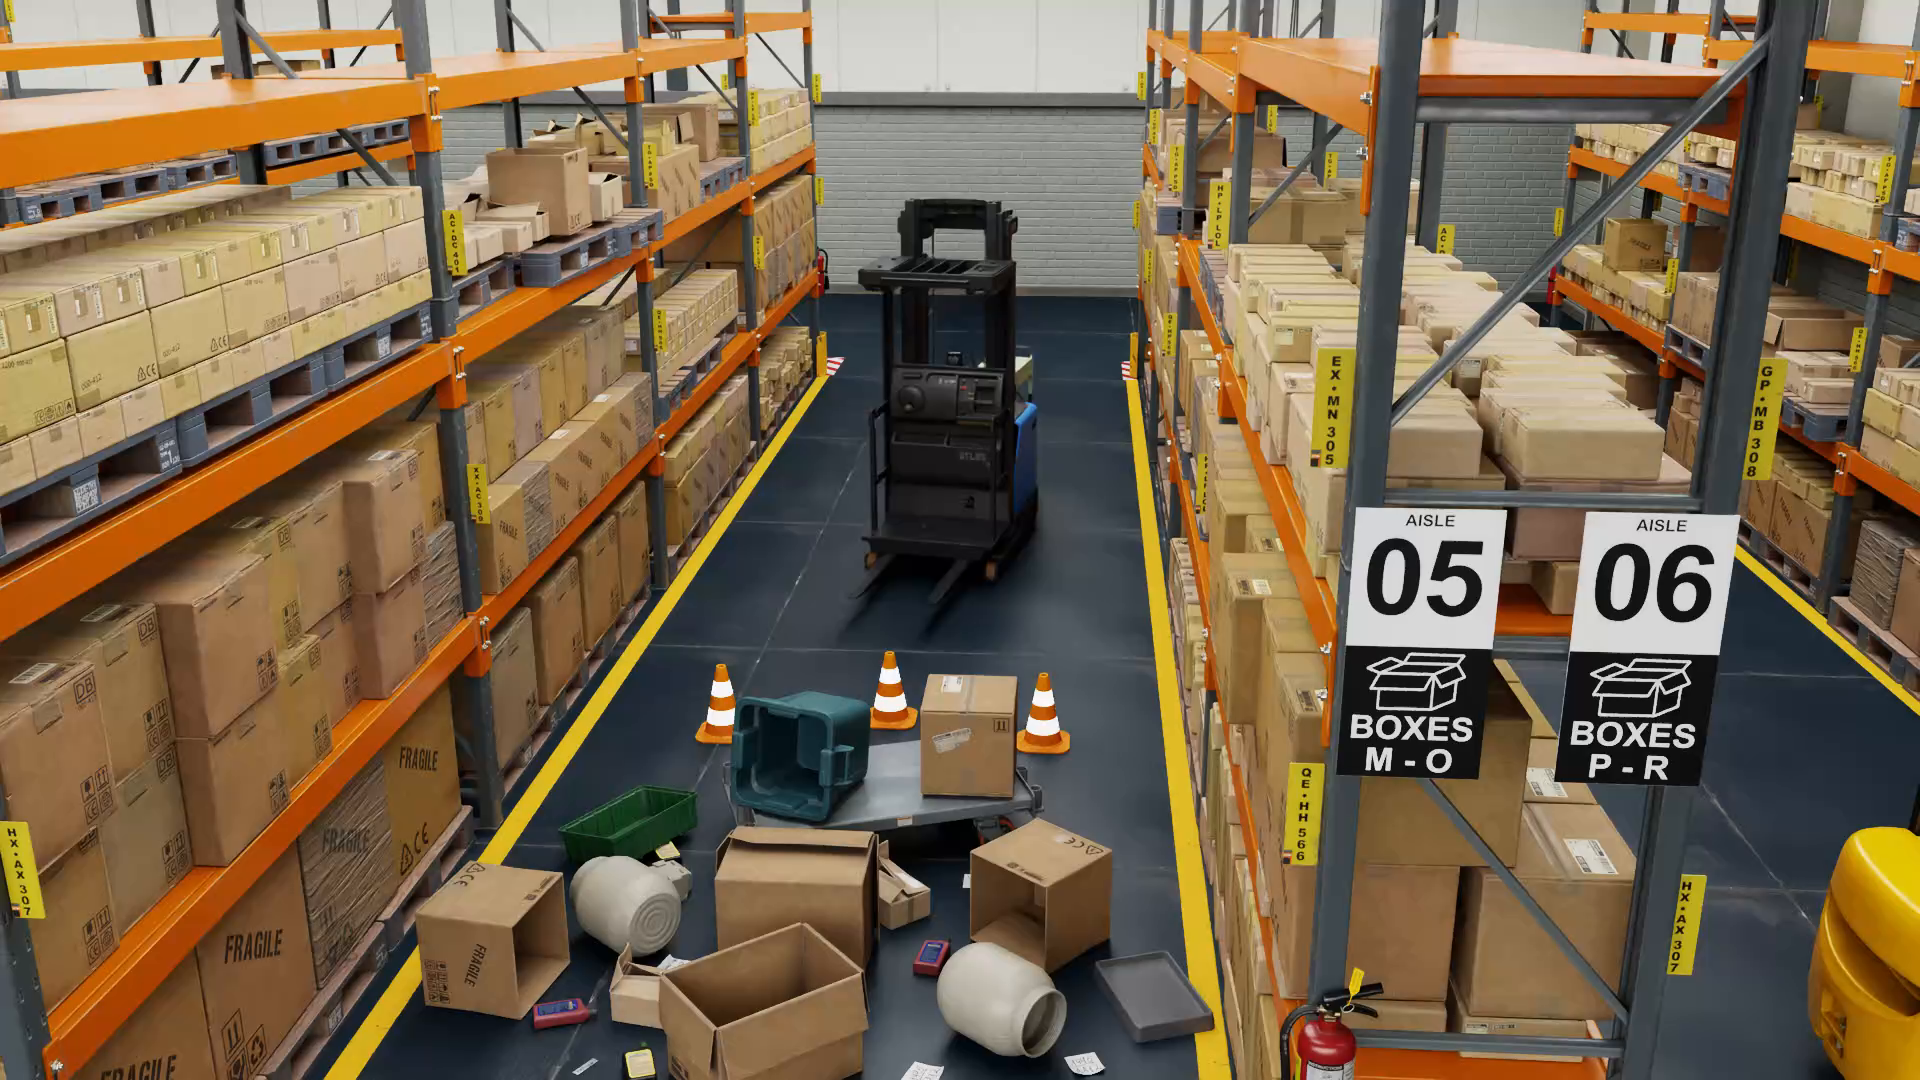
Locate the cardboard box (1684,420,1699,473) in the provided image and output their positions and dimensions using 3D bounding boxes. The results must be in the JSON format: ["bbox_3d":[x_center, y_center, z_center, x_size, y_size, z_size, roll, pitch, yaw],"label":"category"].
[{"bbox_3d":[7.070,-0.804,15.400,0.500,0.500,0.500,1,18,3],"label":"cardboard box"}]

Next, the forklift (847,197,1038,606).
[{"bbox_3d":[-0.154,-1.184,13.330,1.130,2.935,3.031,4,19,13],"label":"forklift"}]

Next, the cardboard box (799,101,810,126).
[{"bbox_3d":[-2.030,-4.977,19.416,0.500,0.250,0.500,1,18,2],"label":"cardboard box"}]

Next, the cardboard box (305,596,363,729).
[{"bbox_3d":[-3.299,0.573,7.617,0.875,0.550,0.550,1,18,4],"label":"cardboard box"}]

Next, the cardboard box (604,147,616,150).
[{"bbox_3d":[-2.974,-3.016,13.833,0.500,0.500,0.500,1,18,4],"label":"cardboard box"}]

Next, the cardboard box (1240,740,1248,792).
[{"bbox_3d":[1.399,0.958,7.086,0.380,0.149,0.250,1,18,4],"label":"cardboard box"}]

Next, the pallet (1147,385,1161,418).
[{"bbox_3d":[2.624,-1.502,18.668,1.003,0.211,1.213,1,18,4],"label":"pallet"}]

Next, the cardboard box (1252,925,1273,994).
[{"bbox_3d":[1.303,1.586,6.260,0.380,0.149,0.250,2,18,6],"label":"cardboard box"}]

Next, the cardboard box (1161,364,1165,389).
[{"bbox_3d":[1.970,-1.377,14.050,0.500,0.250,0.500,1,18,3],"label":"cardboard box"}]

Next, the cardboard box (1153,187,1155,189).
[{"bbox_3d":[2.344,-3.856,18.565,0.380,0.149,0.250,1,18,4],"label":"cardboard box"}]

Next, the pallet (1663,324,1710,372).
[{"bbox_3d":[7.192,-1.766,15.304,1.003,0.211,1.213,1,18,4],"label":"pallet"}]

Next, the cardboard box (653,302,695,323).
[{"bbox_3d":[-2.506,-1.960,14.361,0.380,0.149,0.250,2,18,6],"label":"cardboard box"}]

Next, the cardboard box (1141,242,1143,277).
[{"bbox_3d":[2.364,-3.202,19.218,0.500,0.500,0.500,1,18,3],"label":"cardboard box"}]

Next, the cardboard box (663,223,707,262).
[{"bbox_3d":[-2.774,-3.108,16.847,0.500,0.500,0.500,1,18,2],"label":"cardboard box"}]

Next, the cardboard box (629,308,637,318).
[{"bbox_3d":[-3.114,-1.994,14.942,0.380,0.149,0.250,1,18,3],"label":"cardboard box"}]

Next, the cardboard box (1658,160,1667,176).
[{"bbox_3d":[7.138,-3.687,16.443,0.380,0.149,0.250,2,18,6],"label":"cardboard box"}]

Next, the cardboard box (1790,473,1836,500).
[{"bbox_3d":[6.842,-0.425,13.202,0.380,0.149,0.250,0,18,1],"label":"cardboard box"}]

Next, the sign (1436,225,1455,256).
[{"bbox_3d":[2.375,-1.390,8.199,0.100,0.325,0.005,1,18,4],"label":"sign"}]

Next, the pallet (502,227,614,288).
[{"bbox_3d":[-2.895,-1.837,10.697,1.003,0.211,1.213,2,18,6],"label":"pallet"}]

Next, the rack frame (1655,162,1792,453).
[{"bbox_3d":[7.358,-2.103,16.024,1.000,3.000,0.127,1,18,4],"label":"rack frame"}]

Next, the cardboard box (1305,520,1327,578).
[{"bbox_3d":[1.278,0.013,5.152,0.380,0.149,0.250,1,18,4],"label":"cardboard box"}]

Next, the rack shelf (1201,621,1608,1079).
[{"bbox_3d":[1.690,1.235,6.993,1.077,0.370,4.000,1,18,4],"label":"rack shelf"}]

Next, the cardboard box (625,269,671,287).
[{"bbox_3d":[-3.025,-2.543,16.139,0.380,0.149,0.250,2,18,7],"label":"cardboard box"}]

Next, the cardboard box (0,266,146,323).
[{"bbox_3d":[-3.001,-0.829,5.608,0.380,0.149,0.250,1,18,4],"label":"cardboard box"}]

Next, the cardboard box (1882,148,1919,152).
[{"bbox_3d":[7.437,-2.971,12.978,0.380,0.149,0.250,1,18,4],"label":"cardboard box"}]

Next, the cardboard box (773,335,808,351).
[{"bbox_3d":[-2.003,-2.332,19.670,0.380,0.149,0.250,1,18,3],"label":"cardboard box"}]

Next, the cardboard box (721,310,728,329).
[{"bbox_3d":[-2.407,-2.086,15.702,0.380,0.149,0.250,1,18,4],"label":"cardboard box"}]

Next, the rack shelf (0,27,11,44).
[{"bbox_3d":[-12.275,-5.485,18.507,1.077,0.370,4.000,1,18,4],"label":"rack shelf"}]

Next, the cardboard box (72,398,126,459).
[{"bbox_3d":[-3.018,-0.374,5.500,0.380,0.149,0.250,1,18,4],"label":"cardboard box"}]

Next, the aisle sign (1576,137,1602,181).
[{"bbox_3d":[7.357,-4.609,19.496,0.394,0.787,0.004,1,18,4],"label":"aisle sign"}]

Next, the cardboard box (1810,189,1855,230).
[{"bbox_3d":[6.901,-2.536,12.769,0.500,0.250,0.500,1,18,4],"label":"cardboard box"}]

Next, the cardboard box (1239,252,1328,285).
[{"bbox_3d":[1.495,-1.241,7.699,0.380,0.149,0.250,2,18,6],"label":"cardboard box"}]

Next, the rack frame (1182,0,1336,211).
[{"bbox_3d":[2.120,-3.821,11.634,1.000,3.000,0.127,1,18,4],"label":"rack frame"}]

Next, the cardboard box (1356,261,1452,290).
[{"bbox_3d":[1.978,-1.149,7.417,0.380,0.149,0.250,2,18,5],"label":"cardboard box"}]

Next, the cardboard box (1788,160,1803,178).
[{"bbox_3d":[6.855,-3.094,13.801,0.380,0.149,0.250,2,18,5],"label":"cardboard box"}]

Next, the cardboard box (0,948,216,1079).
[{"bbox_3d":[-3.415,2.033,6.139,0.875,0.875,0.875,1,18,4],"label":"cardboard box"}]

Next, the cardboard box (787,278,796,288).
[{"bbox_3d":[-2.094,-2.992,19.140,0.380,0.149,0.250,0,18,1],"label":"cardboard box"}]

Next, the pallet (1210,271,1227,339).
[{"bbox_3d":[1.984,-1.254,8.916,1.213,0.211,1.003,1,18,4],"label":"pallet"}]

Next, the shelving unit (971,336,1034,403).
[{"bbox_3d":[0.386,-1.079,15.302,0.431,1.500,0.755,5,19,14],"label":"shelving unit"}]

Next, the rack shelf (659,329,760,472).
[{"bbox_3d":[-2.681,-1.329,14.817,1.077,0.370,4.000,1,18,4],"label":"rack shelf"}]

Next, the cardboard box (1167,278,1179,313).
[{"bbox_3d":[1.925,-1.819,13.391,0.500,0.500,0.500,2,18,5],"label":"cardboard box"}]

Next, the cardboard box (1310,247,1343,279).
[{"bbox_3d":[1.731,-1.467,8.831,0.500,0.250,0.500,1,18,3],"label":"cardboard box"}]

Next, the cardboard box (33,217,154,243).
[{"bbox_3d":[-3.566,-1.239,6.856,0.380,0.149,0.250,1,18,4],"label":"cardboard box"}]

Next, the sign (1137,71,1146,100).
[{"bbox_3d":[2.140,-5.348,19.578,0.100,0.325,0.005,1,18,4],"label":"sign"}]

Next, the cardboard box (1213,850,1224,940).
[{"bbox_3d":[1.494,1.722,8.091,0.500,0.250,0.500,2,18,7],"label":"cardboard box"}]

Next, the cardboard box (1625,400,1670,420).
[{"bbox_3d":[7.130,-1.294,17.271,0.396,0.266,0.258,2,18,6],"label":"cardboard box"}]

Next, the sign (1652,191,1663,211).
[{"bbox_3d":[8.197,-4.027,19.529,0.100,0.325,0.005,1,18,4],"label":"sign"}]

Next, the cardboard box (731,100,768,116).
[{"bbox_3d":[-2.199,-4.482,17.263,0.380,0.149,0.250,1,18,2],"label":"cardboard box"}]

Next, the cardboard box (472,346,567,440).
[{"bbox_3d":[-2.973,-0.958,10.763,0.700,0.500,0.500,1,18,3],"label":"cardboard box"}]

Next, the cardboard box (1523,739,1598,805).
[{"bbox_3d":[1.891,1.023,5.844,0.500,0.500,0.500,2,18,6],"label":"cardboard box"}]

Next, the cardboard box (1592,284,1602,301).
[{"bbox_3d":[7.205,-2.731,18.344,0.380,0.149,0.250,1,18,2],"label":"cardboard box"}]

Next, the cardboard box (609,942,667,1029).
[{"bbox_3d":[-1.398,2.067,7.689,0.396,0.266,0.258,4,19,13],"label":"cardboard box"}]

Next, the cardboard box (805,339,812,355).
[{"bbox_3d":[-2.004,-2.350,20.204,0.380,0.149,0.250,1,18,2],"label":"cardboard box"}]

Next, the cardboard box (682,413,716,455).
[{"bbox_3d":[-2.449,-0.937,14.602,0.500,0.250,0.500,1,18,4],"label":"cardboard box"}]

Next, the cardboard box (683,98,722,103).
[{"bbox_3d":[-2.721,-4.579,17.560,0.380,0.149,0.250,1,18,4],"label":"cardboard box"}]
